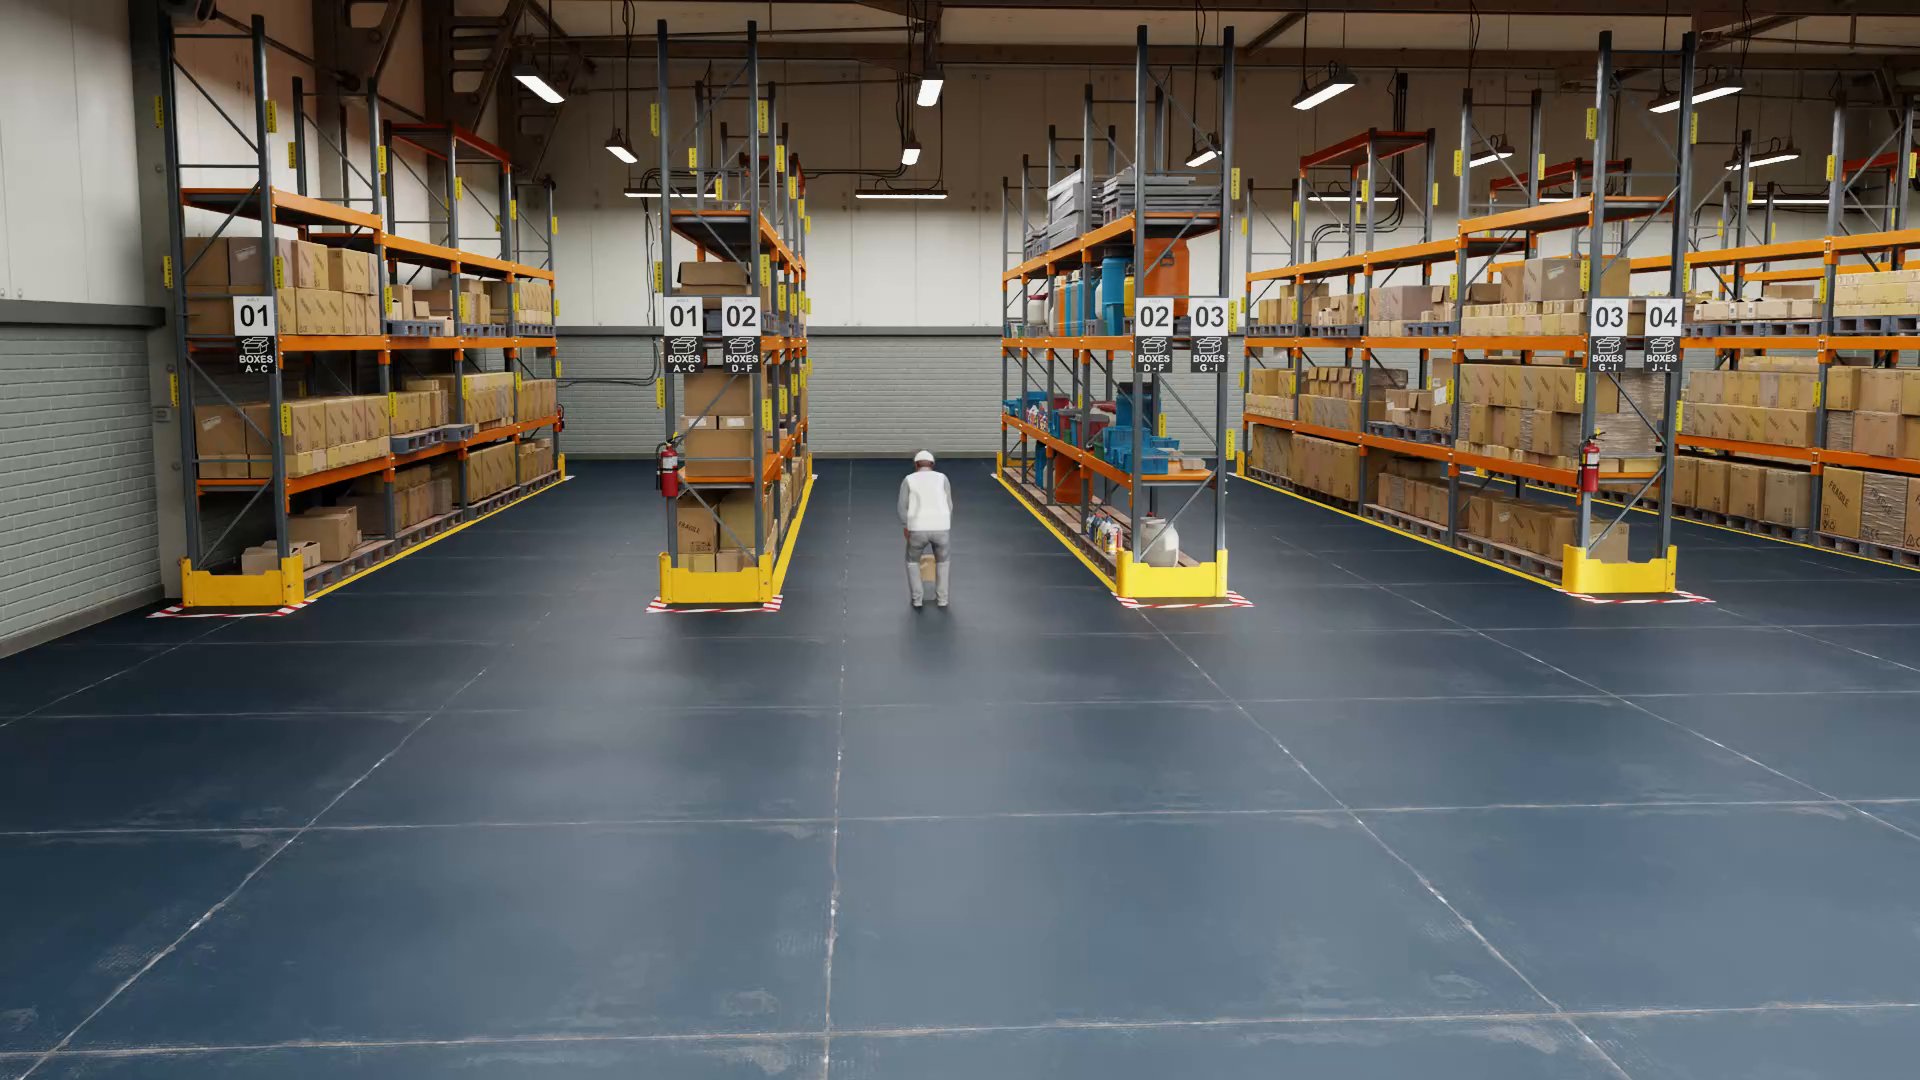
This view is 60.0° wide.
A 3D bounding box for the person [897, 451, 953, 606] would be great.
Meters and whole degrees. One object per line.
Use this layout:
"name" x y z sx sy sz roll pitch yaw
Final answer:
"person" -0.364 -0.118 17.369 0.583 1.607 0.627 0 7 -3
